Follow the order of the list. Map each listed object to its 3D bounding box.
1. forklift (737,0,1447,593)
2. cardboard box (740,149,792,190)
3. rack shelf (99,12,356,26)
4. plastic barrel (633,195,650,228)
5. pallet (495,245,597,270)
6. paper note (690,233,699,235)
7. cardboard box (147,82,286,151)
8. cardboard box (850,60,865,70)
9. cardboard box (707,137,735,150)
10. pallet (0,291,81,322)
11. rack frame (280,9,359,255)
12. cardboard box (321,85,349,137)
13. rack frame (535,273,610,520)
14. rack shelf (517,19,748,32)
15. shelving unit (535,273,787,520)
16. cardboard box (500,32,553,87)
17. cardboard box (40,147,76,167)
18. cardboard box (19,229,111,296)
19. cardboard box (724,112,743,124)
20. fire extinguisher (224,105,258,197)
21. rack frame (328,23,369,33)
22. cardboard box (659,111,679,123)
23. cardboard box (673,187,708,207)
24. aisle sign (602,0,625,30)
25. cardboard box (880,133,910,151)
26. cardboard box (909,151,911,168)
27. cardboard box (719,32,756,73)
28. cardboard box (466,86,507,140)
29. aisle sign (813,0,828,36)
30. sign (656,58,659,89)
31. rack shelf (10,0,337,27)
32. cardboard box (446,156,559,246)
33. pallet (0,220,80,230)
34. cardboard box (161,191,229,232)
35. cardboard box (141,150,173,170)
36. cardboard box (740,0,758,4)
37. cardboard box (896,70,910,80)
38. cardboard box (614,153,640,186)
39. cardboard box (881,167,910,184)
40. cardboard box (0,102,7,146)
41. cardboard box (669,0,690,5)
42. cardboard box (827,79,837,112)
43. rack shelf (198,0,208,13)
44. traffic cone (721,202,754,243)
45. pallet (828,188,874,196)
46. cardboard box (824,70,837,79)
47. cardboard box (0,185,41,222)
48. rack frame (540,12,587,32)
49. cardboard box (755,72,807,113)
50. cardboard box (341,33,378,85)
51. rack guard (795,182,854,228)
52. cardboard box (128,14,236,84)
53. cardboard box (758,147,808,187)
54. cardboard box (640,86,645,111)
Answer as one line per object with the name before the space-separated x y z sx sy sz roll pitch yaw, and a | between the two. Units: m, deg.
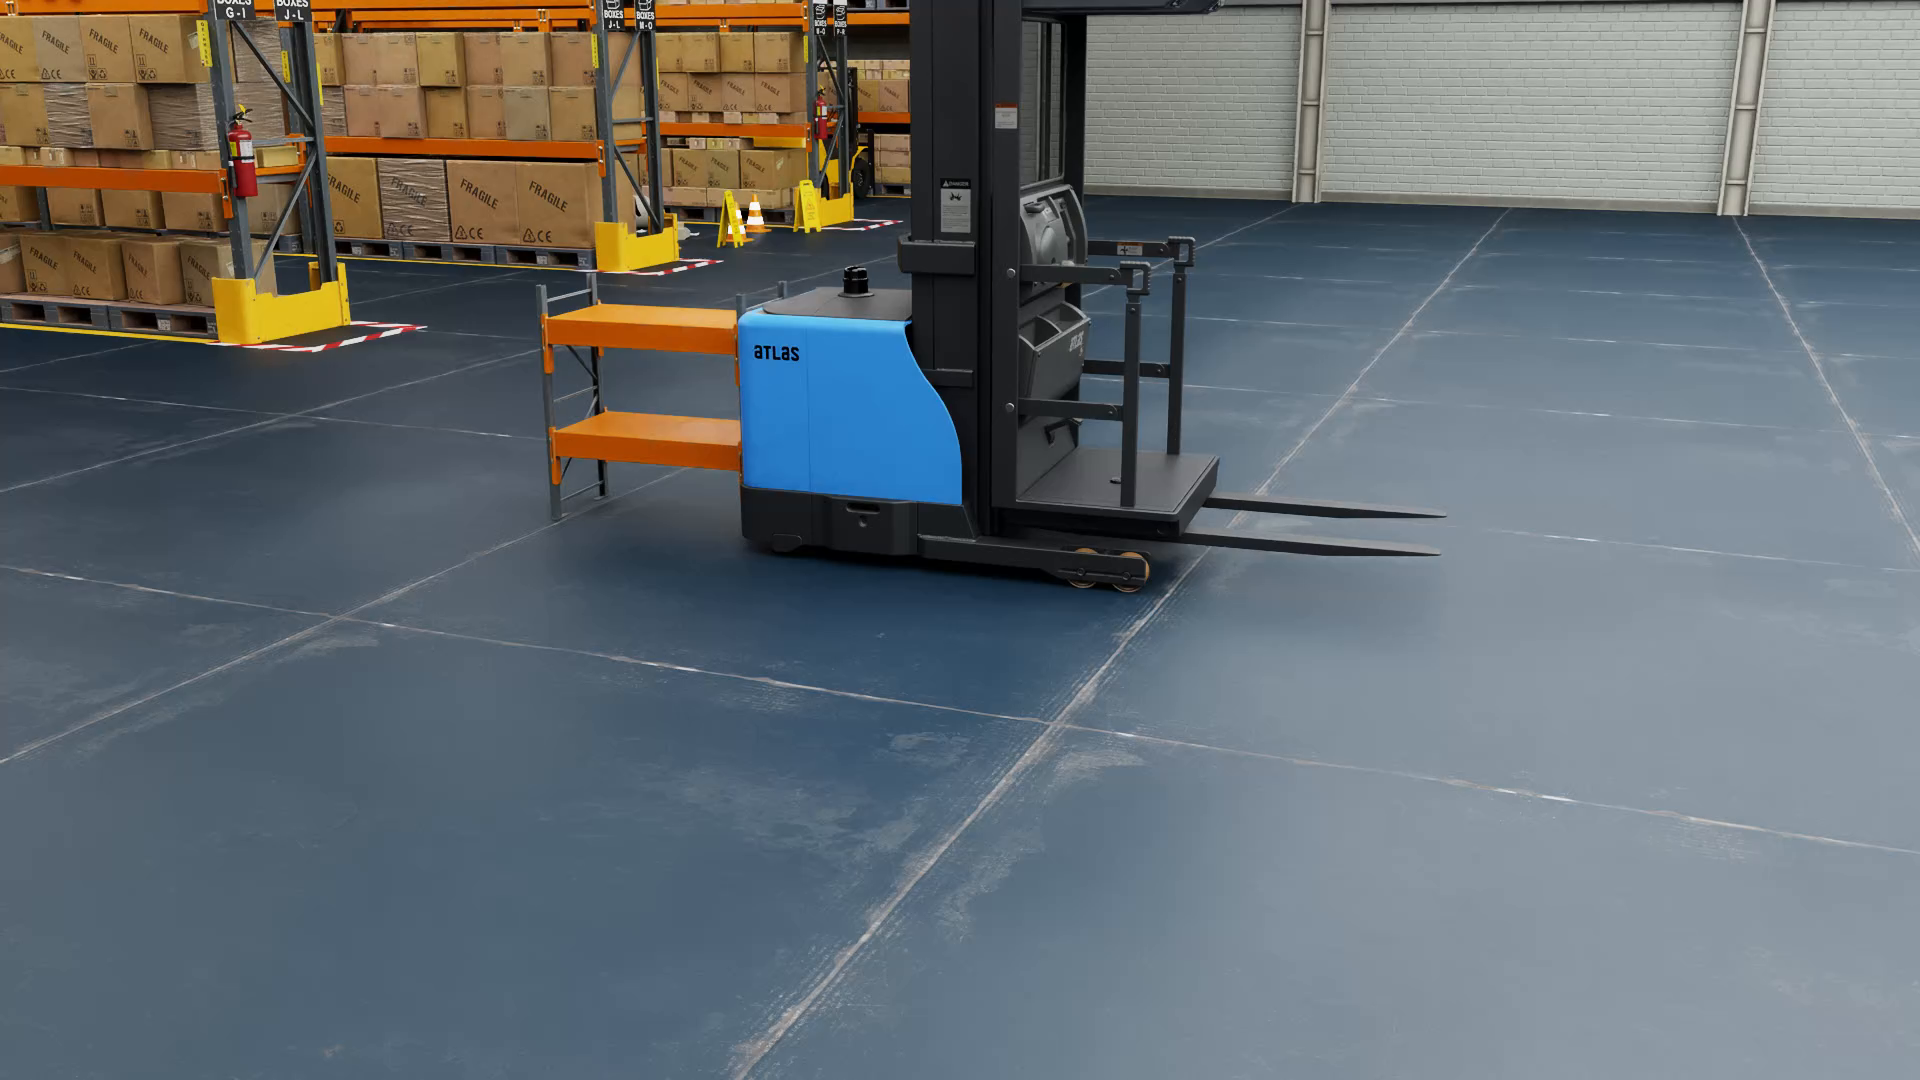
forklift | 0.592 -1.354 7.081 3.031 2.935 1.130 5 17 17
cardboard box | -2.579 -4.938 22.135 0.500 0.500 0.500 6 17 21
rack shelf | -11.041 -7.800 25.072 4.000 0.370 1.077 6 17 21
plastic barrel | -4.215 -4.263 21.600 0.512 0.421 0.421 -9 18 -27
pallet | -4.233 -3.110 18.009 1.213 0.211 1.003 6 17 21
paper note | -3.348 -3.837 20.834 0.142 0.019 0.148 0 16 1
cardboard box | -5.876 -3.366 13.175 0.500 0.500 0.875 6 17 21
cardboard box | -1.555 -7.559 26.454 0.250 0.149 0.380 7 17 22
cardboard box | -3.178 -5.296 22.206 0.250 0.149 0.380 7 17 22
pallet | -8.458 -2.122 14.606 1.213 0.211 1.003 6 17 21
rack frame | -7.182 -4.797 18.817 0.127 3.000 1.000 6 17 21
cardboard box | -6.834 -4.834 18.677 0.550 0.550 0.875 6 17 21
rack frame | -1.874 -0.702 8.073 0.032 1.125 0.500 5 17 17
rack shelf | -5.502 -8.679 28.098 4.000 0.370 1.077 6 17 21
shelving unit | -1.390 -0.658 7.922 1.048 1.125 0.538 5 17 17
cardboard box | -4.337 -5.059 17.513 0.550 0.550 0.875 6 17 21
cardboard box | -7.149 -3.093 13.398 0.250 0.149 0.380 6 17 21
cardboard box | -7.596 -2.371 14.192 0.500 0.500 0.500 5 17 16
cardboard box | -2.922 -5.592 22.005 0.250 0.149 0.380 7 17 22
fire extinguisher | -5.437 -2.943 12.571 0.183 0.674 0.296 6 17 21
rack frame | -11.084 -8.197 30.530 0.127 3.000 1.000 6 17 21
cardboard box | -3.853 -5.703 22.390 0.250 0.149 0.380 6 17 20
cardboard box | -3.557 -4.683 22.604 0.500 0.250 0.500 6 17 19
aisle sign | -3.505 -5.551 16.753 0.004 0.787 0.394 6 17 21
cardboard box | -0.941 -6.348 26.545 0.500 0.250 0.500 7 17 22
cardboard box | -0.488 -6.060 26.449 0.500 0.250 0.500 6 17 20
cardboard box | -2.762 -6.402 21.841 0.500 0.500 0.700 6 17 21
cardboard box | -4.817 -4.627 17.961 0.550 0.550 0.875 6 17 21
aisle sign | -1.787 -6.849 21.222 0.004 0.787 0.394 6 17 21
sign | -3.251 -4.985 17.770 0.005 0.325 0.100 6 17 21
rack shelf | -9.042 -6.097 19.204 4.000 0.370 1.077 6 17 21
cardboard box | -4.935 -3.711 18.134 0.875 0.875 0.875 6 17 20
pallet | -11.629 -3.947 20.892 1.213 0.211 1.003 6 17 21
cardboard box | -8.688 -4.058 19.554 0.750 0.750 1.050 6 17 21
cardboard box | -6.199 -3.005 13.094 0.250 0.149 0.380 6 17 21
cardboard box | -2.651 -7.019 21.541 0.250 0.149 0.380 7 18 22
cardboard box | -0.814 -7.353 26.279 0.250 0.149 0.380 7 17 22
cardboard box | -4.507 -5.150 22.868 0.500 0.500 0.500 7 18 23
cardboard box | -0.933 -5.870 26.693 0.500 0.250 0.500 6 17 21
cardboard box | -7.745 -3.565 13.859 0.500 0.500 0.875 6 17 21
cardboard box | -3.618 -7.111 21.860 0.250 0.149 0.380 6 17 20
cardboard box | -1.902 -7.156 26.765 0.500 0.500 0.500 6 17 21
rack shelf | -7.235 -4.411 13.399 4.000 0.370 1.077 6 17 21
traffic cone | -2.703 -3.850 20.107 0.334 0.463 0.336 6 17 21
pallet | -1.778 -5.823 27.354 1.213 0.211 1.003 6 17 21
cardboard box | -2.011 -7.474 26.697 0.250 0.149 0.380 6 17 19
cardboard box | -11.611 -4.207 20.515 0.500 0.500 0.500 6 17 20
rack frame | -5.459 -6.091 23.275 0.127 3.000 1.000 6 17 21
cardboard box | -2.344 -5.857 21.755 0.500 0.500 0.500 6 17 20
cardboard box | -6.297 -5.315 18.395 0.550 0.550 0.875 6 17 21
rack guard | -1.809 -4.489 22.241 0.348 0.500 1.175 6 17 21
cardboard box | -5.977 -3.775 12.791 0.500 0.500 0.500 6 17 21
cardboard box | -2.410 -5.080 22.625 0.500 0.500 0.500 6 17 19
cardboard box | -4.215 -6.065 22.471 0.500 0.500 0.500 6 17 20
